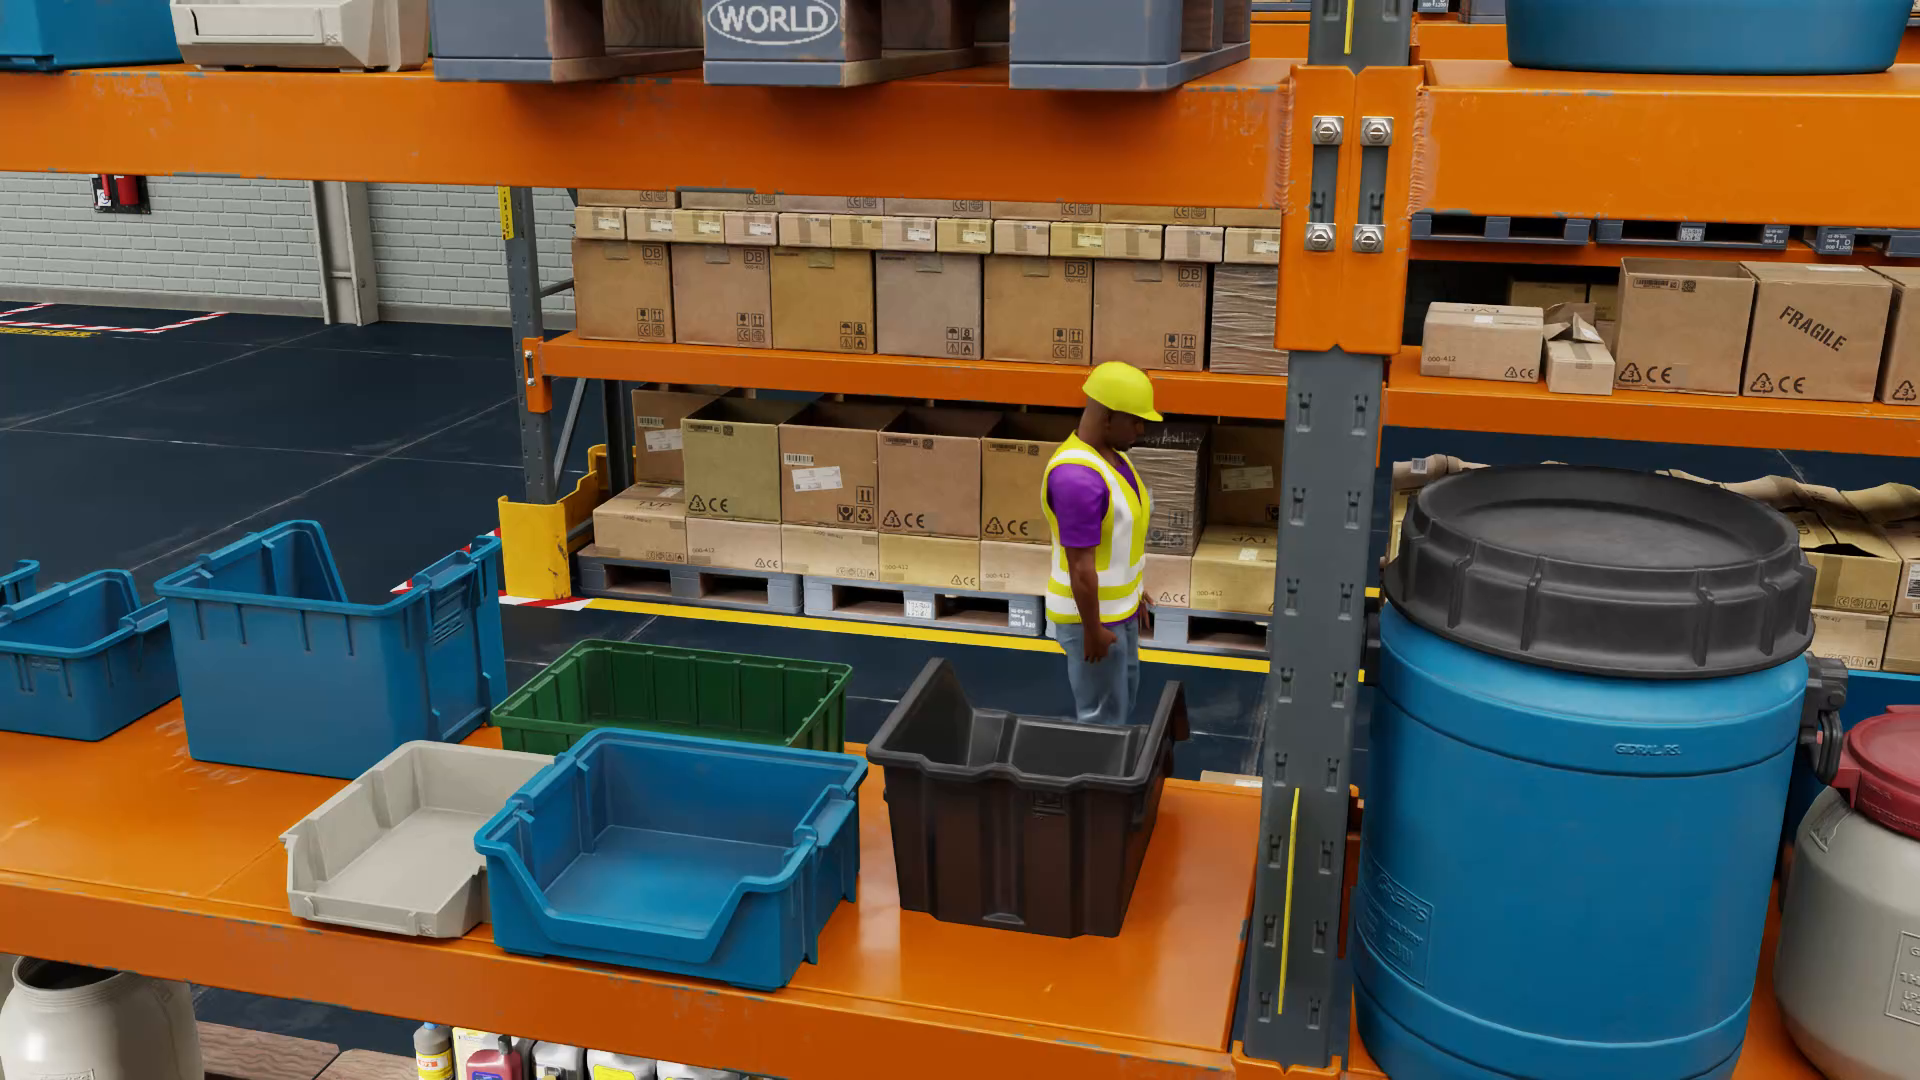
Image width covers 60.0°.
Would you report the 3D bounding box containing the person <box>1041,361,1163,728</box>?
[{"bbox_3d":[0.492,0.243,5.803,0.379,1.759,0.571,5,19,15],"label":"person"}]
